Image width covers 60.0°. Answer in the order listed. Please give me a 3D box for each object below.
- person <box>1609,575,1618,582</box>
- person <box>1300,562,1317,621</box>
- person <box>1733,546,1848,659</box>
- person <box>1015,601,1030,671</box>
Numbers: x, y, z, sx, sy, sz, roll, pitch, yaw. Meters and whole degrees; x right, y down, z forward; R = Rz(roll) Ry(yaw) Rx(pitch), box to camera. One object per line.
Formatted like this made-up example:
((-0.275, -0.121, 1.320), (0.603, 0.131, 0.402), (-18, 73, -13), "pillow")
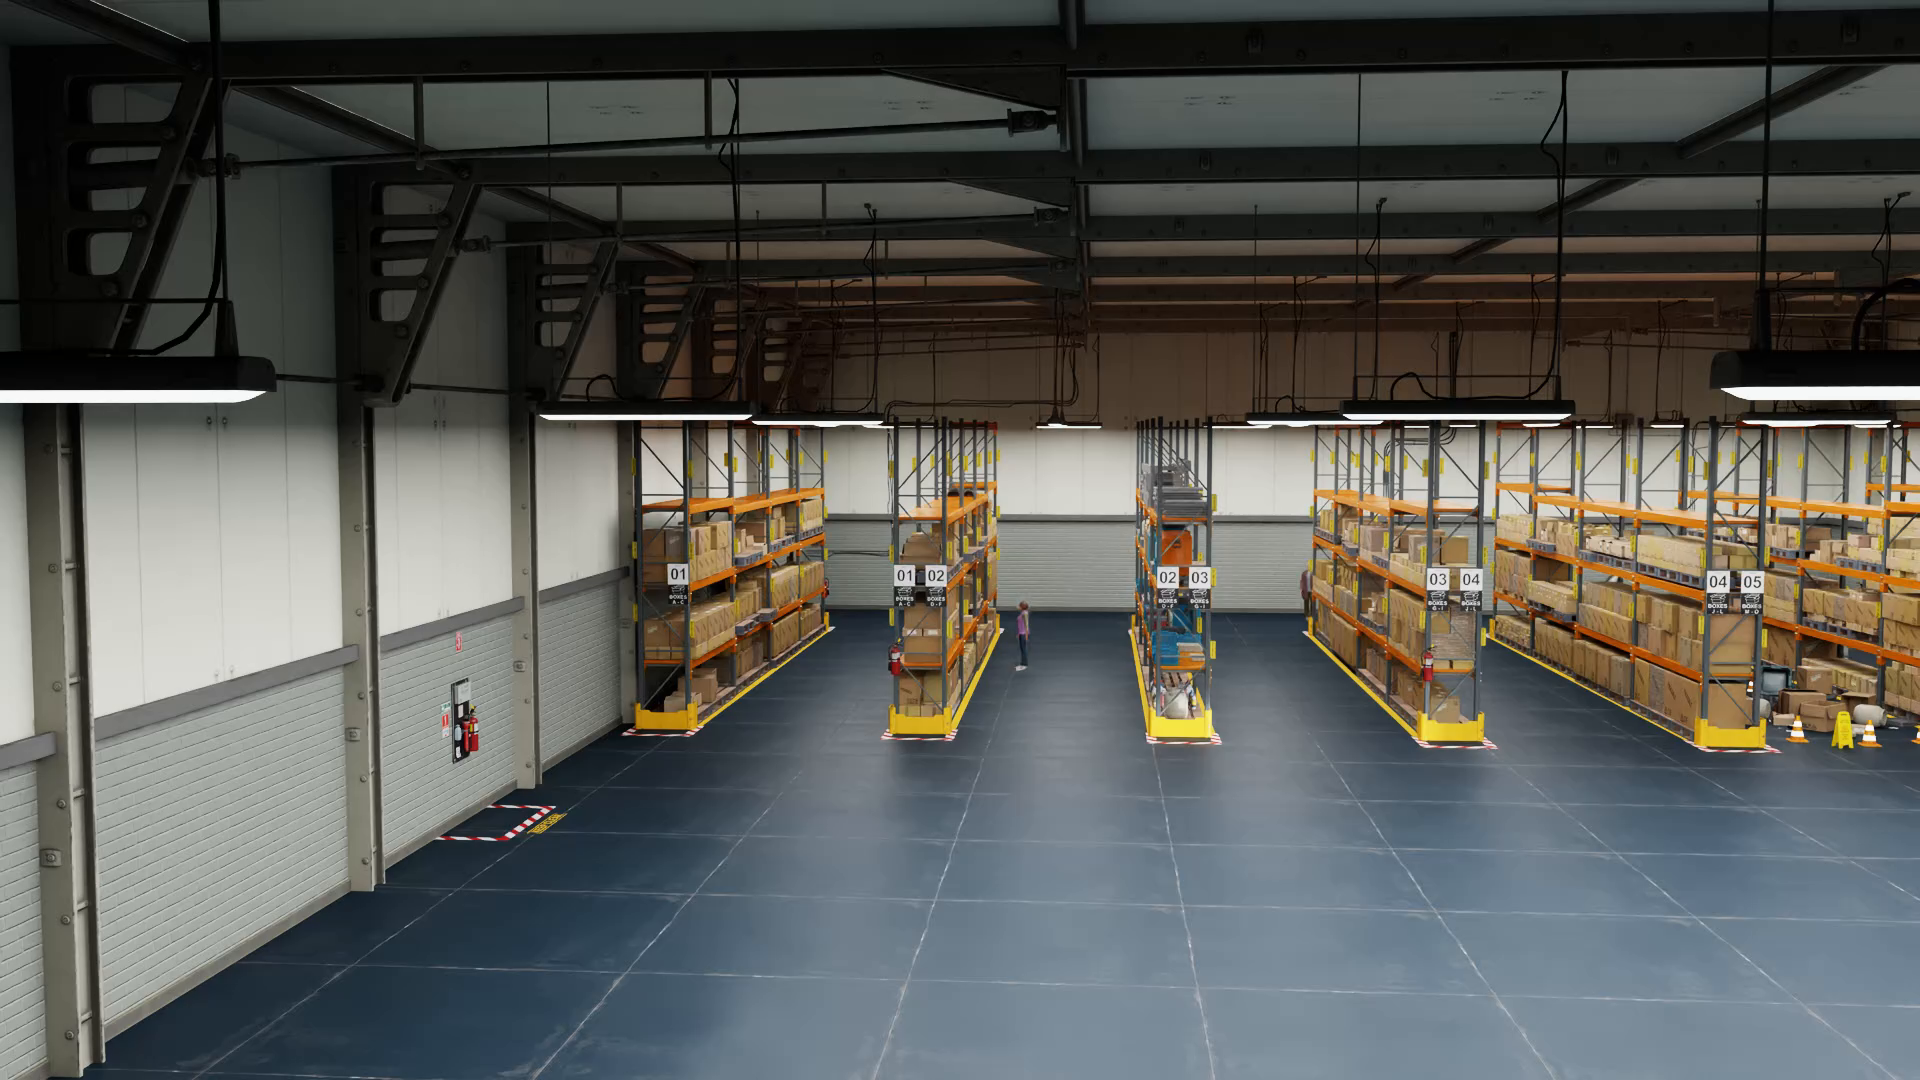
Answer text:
((19.413, 1.626, 49.402), (0.988, 1.744, 0.608), (-2, 4, -24), "person")
((10.564, 1.572, 50.186), (0.623, 1.818, 0.593), (1, 4, 11), "person")
((18.049, 1.613, 35.656), (1.901, 3.639, 12.846), (3, 5, 42), "person")
((1.454, 2.242, 39.053), (0.393, 1.609, 0.513), (-1, 4, -8), "person")
